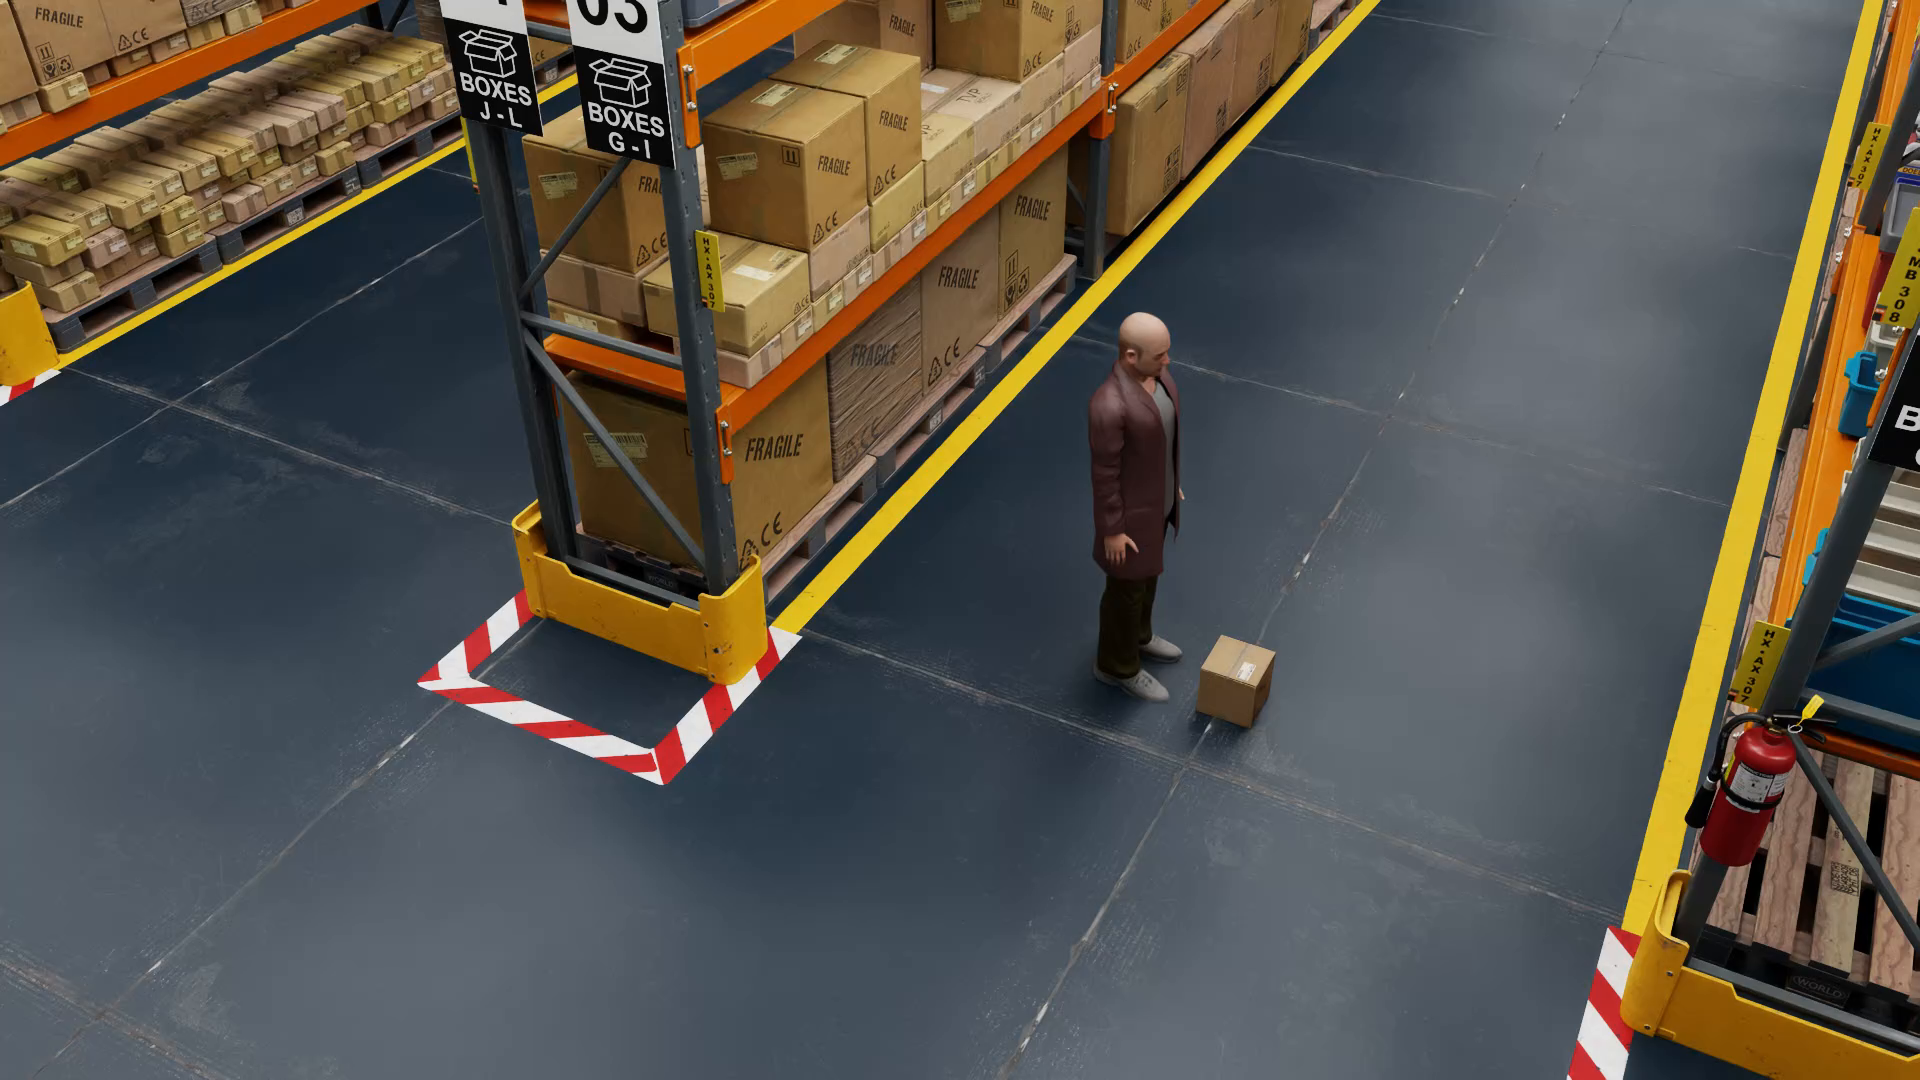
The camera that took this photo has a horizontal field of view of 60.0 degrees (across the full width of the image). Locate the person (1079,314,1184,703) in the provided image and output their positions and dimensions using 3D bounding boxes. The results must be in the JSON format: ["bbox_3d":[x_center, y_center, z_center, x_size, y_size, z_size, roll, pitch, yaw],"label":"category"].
[{"bbox_3d":[0.765,-0.138,6.947,0.392,1.786,0.565,19,41,23],"label":"person"}]
